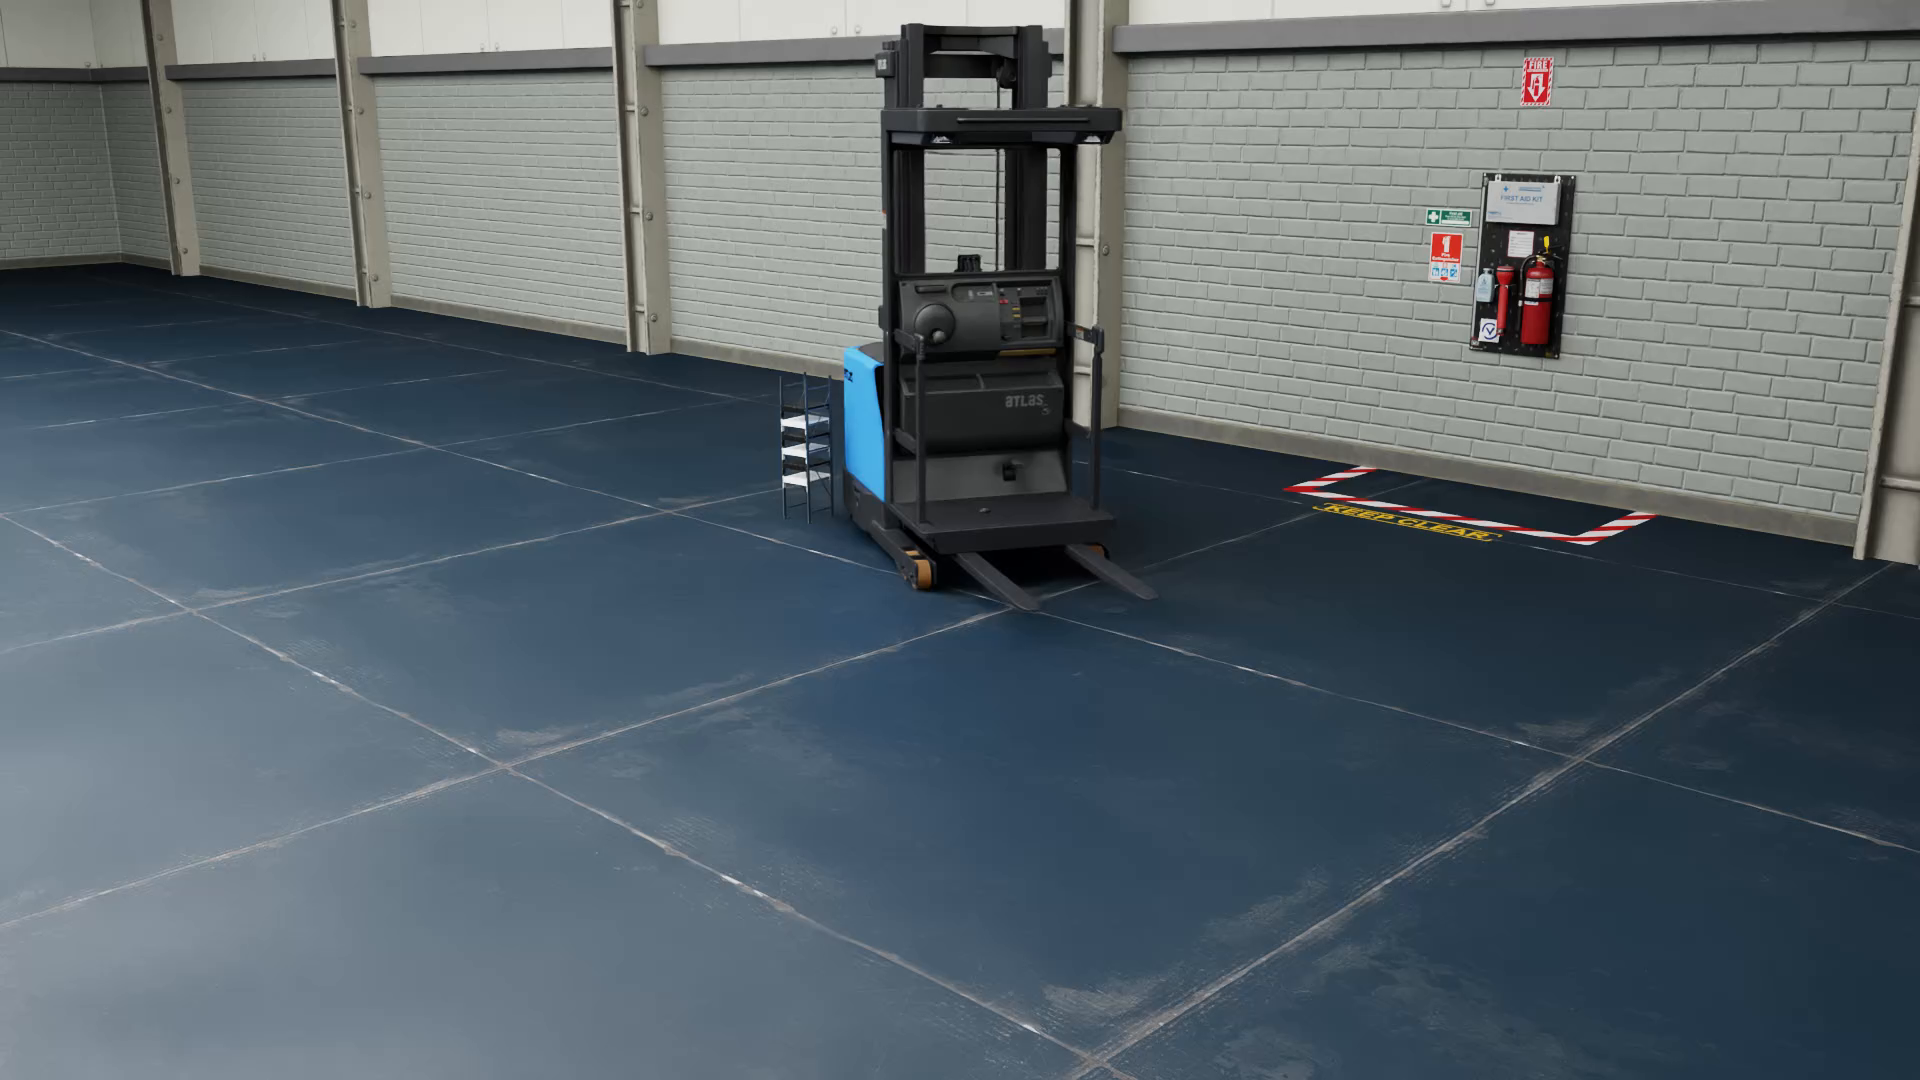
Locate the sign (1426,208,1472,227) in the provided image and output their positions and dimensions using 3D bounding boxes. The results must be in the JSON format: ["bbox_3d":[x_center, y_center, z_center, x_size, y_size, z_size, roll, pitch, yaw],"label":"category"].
[{"bbox_3d":[3.284,-2.167,11.177,0.331,0.109,0.001,14,20,42],"label":"sign"}]

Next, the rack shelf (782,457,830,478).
[{"bbox_3d":[-0.953,-0.458,10.396,0.200,0.077,0.258,10,18,35],"label":"rack shelf"}]

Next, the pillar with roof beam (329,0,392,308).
[{"bbox_3d":[-10.580,-6.612,17.463,0.400,9.000,9.100,14,20,42],"label":"pillar with roof beam"}]

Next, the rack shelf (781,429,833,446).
[{"bbox_3d":[-0.953,-0.633,10.350,0.200,0.077,0.258,10,18,35],"label":"rack shelf"}]

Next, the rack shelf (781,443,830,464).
[{"bbox_3d":[-0.953,-0.545,10.373,0.200,0.077,0.258,10,18,35],"label":"rack shelf"}]

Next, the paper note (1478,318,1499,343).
[{"bbox_3d":[3.533,-1.397,11.093,0.142,0.148,0.016,14,20,42],"label":"paper note"}]

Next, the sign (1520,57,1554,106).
[{"bbox_3d":[3.676,-2.921,10.597,0.199,0.298,0.001,14,20,42],"label":"sign"}]

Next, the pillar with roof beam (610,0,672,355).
[{"bbox_3d":[-6.261,-5.562,13.433,0.400,9.000,9.100,14,20,42],"label":"pillar with roof beam"}]

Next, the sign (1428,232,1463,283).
[{"bbox_3d":[3.287,-1.913,11.253,0.234,0.329,0.001,14,20,42],"label":"sign"}]

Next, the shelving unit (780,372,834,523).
[{"bbox_3d":[-0.953,-0.578,10.365,0.210,0.900,0.258,10,18,35],"label":"shelving unit"}]

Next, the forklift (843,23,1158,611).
[{"bbox_3d":[0.186,-1.263,8.967,1.130,2.935,3.031,-4,15,-17],"label":"forklift"}]

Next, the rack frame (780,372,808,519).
[{"bbox_3d":[-1.035,-0.593,10.423,0.006,0.900,0.240,10,18,35],"label":"rack frame"}]

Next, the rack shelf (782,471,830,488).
[{"bbox_3d":[-0.953,-0.371,10.418,0.200,0.077,0.258,10,18,35],"label":"rack shelf"}]

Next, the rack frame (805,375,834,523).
[{"bbox_3d":[-0.871,-0.563,10.306,0.006,0.900,0.240,10,18,35],"label":"rack frame"}]

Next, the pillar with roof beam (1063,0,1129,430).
[{"bbox_3d":[-1.942,-4.512,9.403,0.400,9.000,9.100,14,20,42],"label":"pillar with roof beam"}]

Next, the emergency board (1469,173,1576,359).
[{"bbox_3d":[3.613,-1.780,10.815,0.643,1.169,0.194,14,20,42],"label":"emergency board"}]

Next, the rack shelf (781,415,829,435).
[{"bbox_3d":[-0.953,-0.720,10.328,0.200,0.077,0.258,10,18,35],"label":"rack shelf"}]

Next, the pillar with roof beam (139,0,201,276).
[{"bbox_3d":[-14.900,-7.663,21.493,0.400,9.000,9.100,14,20,42],"label":"pillar with roof beam"}]

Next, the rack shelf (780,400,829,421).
[{"bbox_3d":[-0.953,-0.807,10.305,0.200,0.077,0.258,10,18,35],"label":"rack shelf"}]
